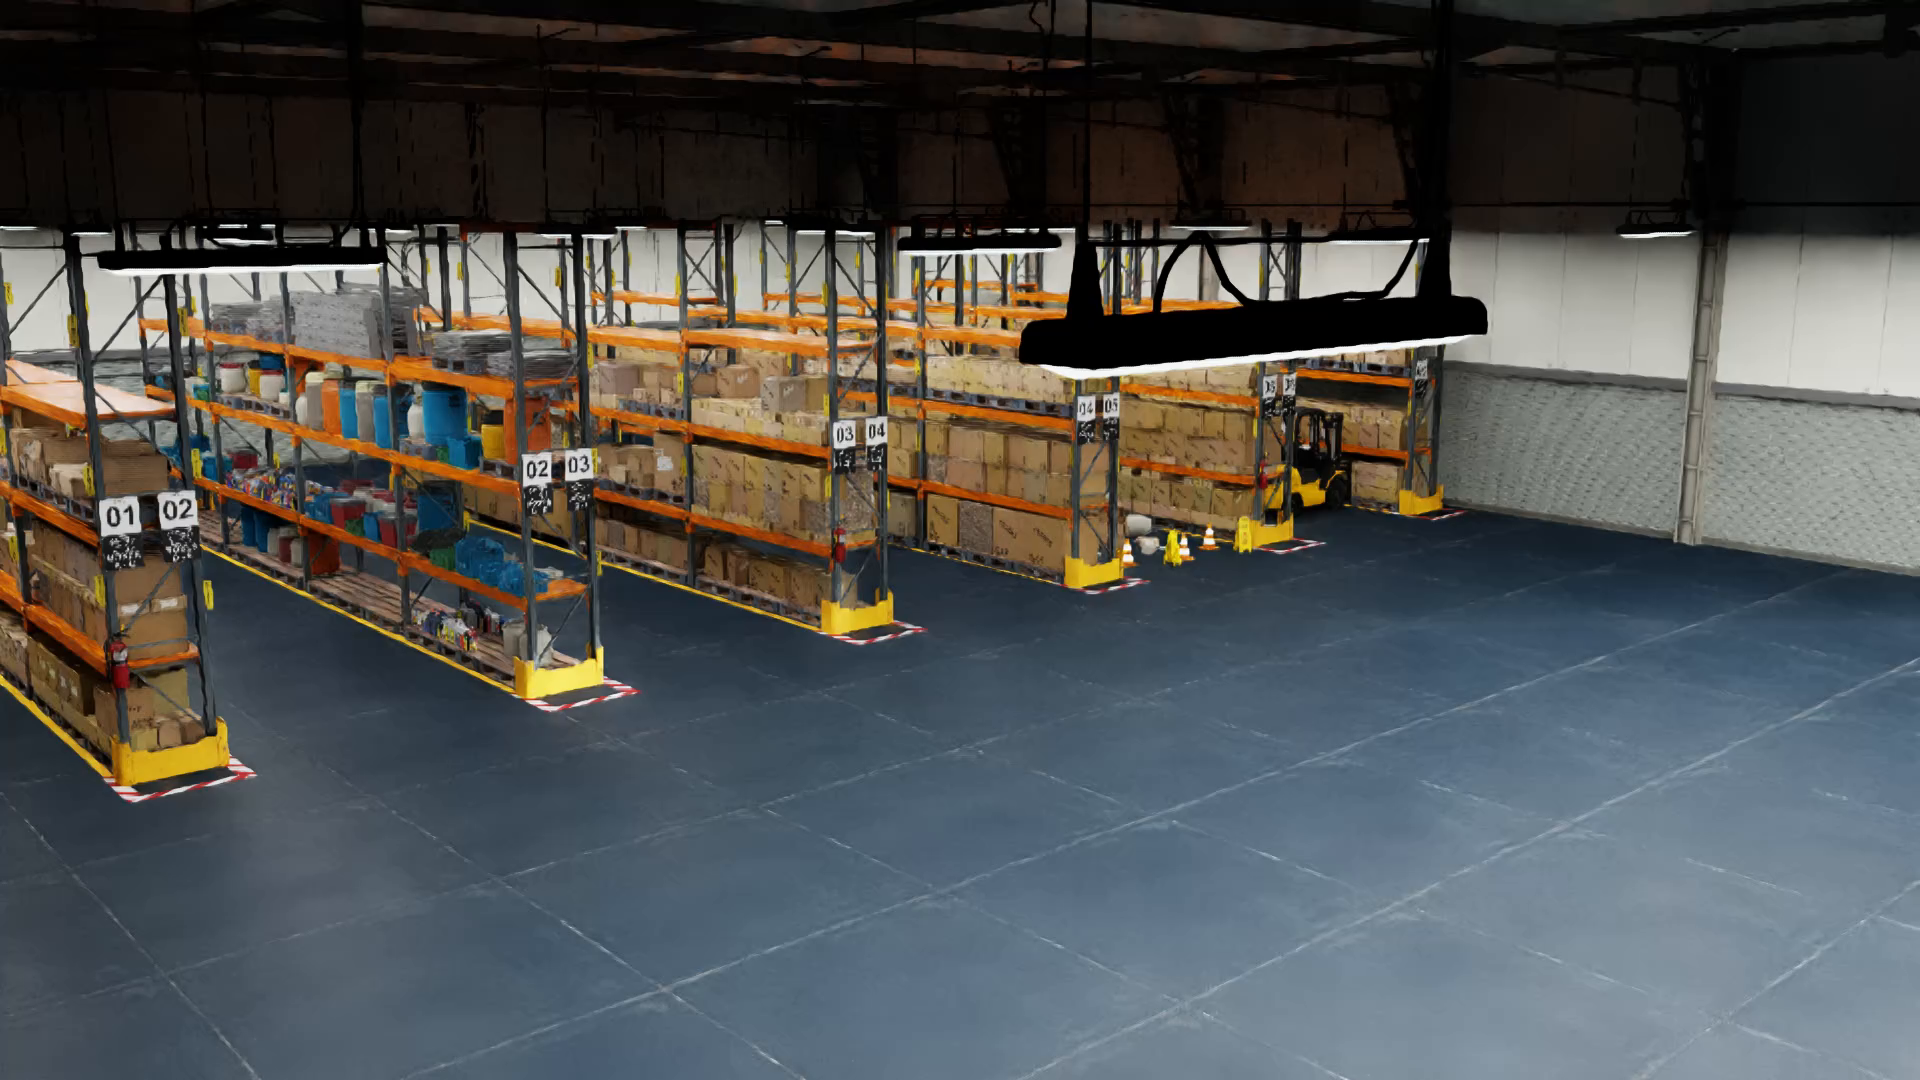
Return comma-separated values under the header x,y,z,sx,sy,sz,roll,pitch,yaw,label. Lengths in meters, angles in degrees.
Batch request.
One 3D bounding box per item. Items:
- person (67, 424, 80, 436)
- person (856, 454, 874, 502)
x,y,z,sx,sy,sz,roll,pitch,yaw,label
-19.166,-1.709,35.982,0.765,1.706,0.706,6,13,26,person
-1.839,-0.794,30.305,0.639,1.627,0.512,-11,16,-42,person
